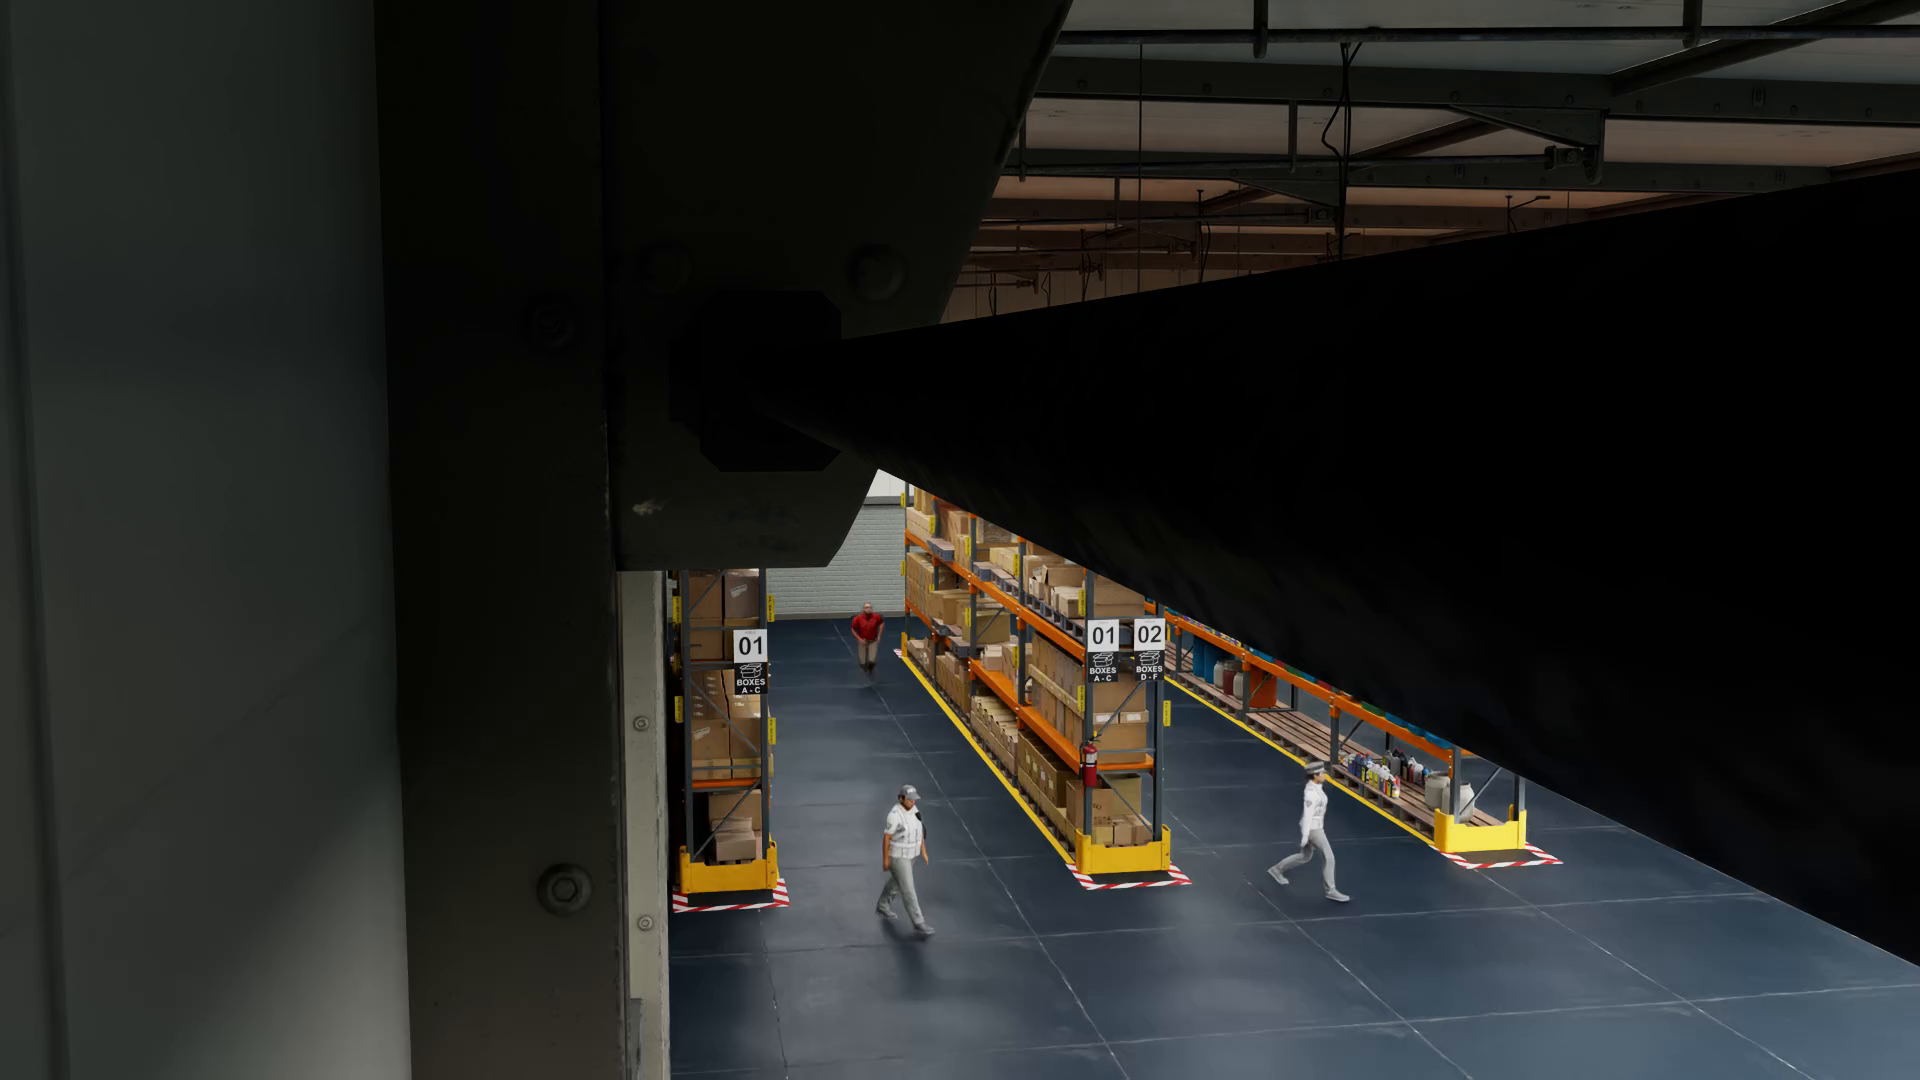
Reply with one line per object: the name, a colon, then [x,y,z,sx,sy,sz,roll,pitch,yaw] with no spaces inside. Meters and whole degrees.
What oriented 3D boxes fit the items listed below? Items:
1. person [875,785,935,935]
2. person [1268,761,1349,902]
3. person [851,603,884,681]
person: [-0.599,3.562,18.772,0.988,1.608,0.529,4,7,31]
person: [4.195,3.449,19.957,0.972,1.625,0.495,1,6,13]
person: [-1.829,2.014,32.876,0.649,1.599,0.746,0,6,-1]
